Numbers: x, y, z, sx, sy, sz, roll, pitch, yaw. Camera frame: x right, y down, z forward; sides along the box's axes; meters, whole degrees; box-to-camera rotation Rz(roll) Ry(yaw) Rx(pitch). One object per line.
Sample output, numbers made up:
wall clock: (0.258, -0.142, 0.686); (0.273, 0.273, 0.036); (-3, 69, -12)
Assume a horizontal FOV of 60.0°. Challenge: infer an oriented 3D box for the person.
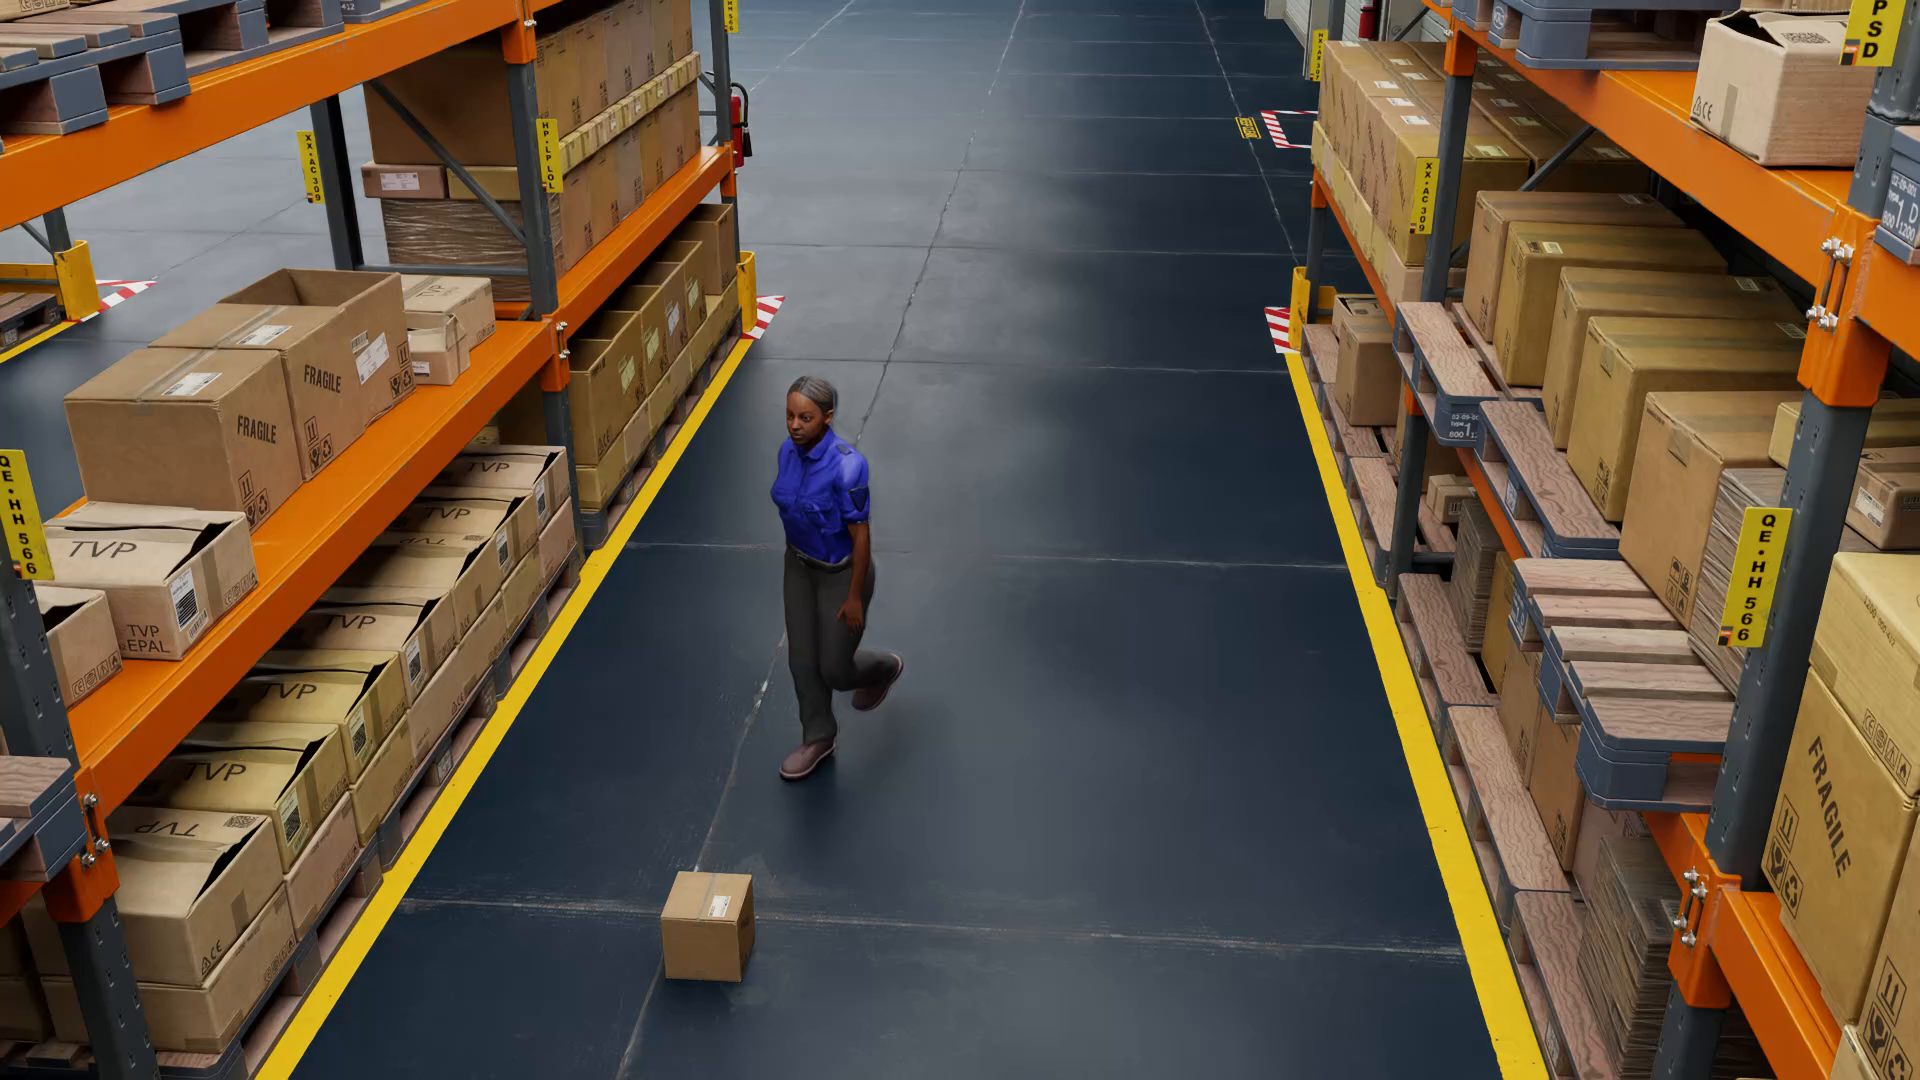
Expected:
person: (-0.432, 0.116, 6.341); (0.472, 1.639, 0.629); (21, 32, 38)
